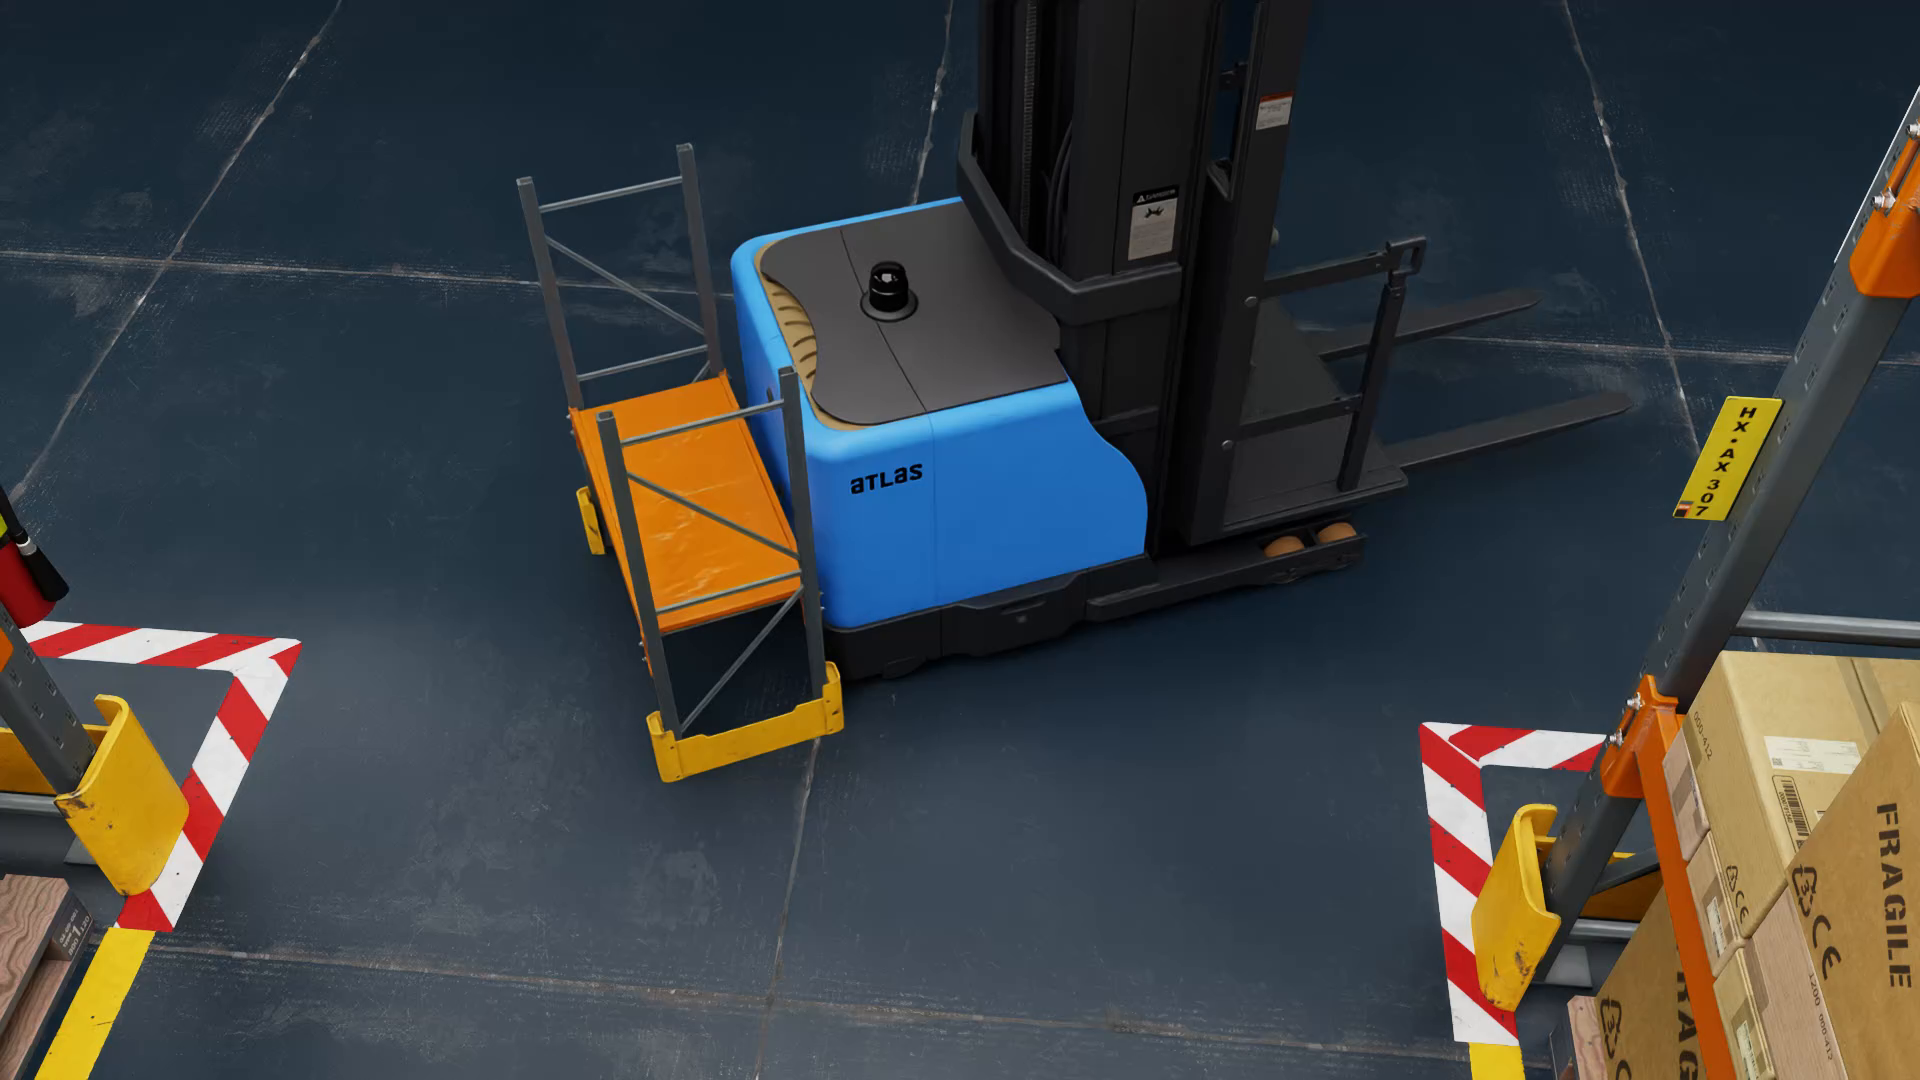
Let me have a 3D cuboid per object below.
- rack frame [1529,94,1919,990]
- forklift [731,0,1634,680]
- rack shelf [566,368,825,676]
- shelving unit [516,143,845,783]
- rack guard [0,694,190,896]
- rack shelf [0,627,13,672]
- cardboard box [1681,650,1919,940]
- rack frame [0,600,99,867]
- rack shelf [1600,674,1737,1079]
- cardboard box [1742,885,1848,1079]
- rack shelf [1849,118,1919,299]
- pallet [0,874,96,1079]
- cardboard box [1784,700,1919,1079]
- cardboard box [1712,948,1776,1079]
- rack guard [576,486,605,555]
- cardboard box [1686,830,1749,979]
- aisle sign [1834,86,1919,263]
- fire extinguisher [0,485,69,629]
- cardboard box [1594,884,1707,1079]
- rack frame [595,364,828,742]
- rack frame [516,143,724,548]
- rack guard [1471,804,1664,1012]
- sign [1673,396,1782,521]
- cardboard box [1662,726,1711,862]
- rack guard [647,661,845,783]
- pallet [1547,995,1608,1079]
[{"bbox_3d":[2.033,0.207,3.528,1.000,3.000,0.127,4,48,4],"label":"rack frame"},{"bbox_3d":[0.851,-1.200,4.861,3.031,2.935,1.130,-14,49,-12],"label":"forklift"},{"bbox_3d":[-0.819,-0.082,5.053,0.538,0.185,1.000,-16,49,-14],"label":"rack shelf"},{"bbox_3d":[-0.822,-0.210,4.926,0.587,1.500,1.083,-16,49,-14],"label":"shelving unit"},{"bbox_3d":[-2.910,0.699,4.772,1.175,0.500,0.348,4,48,4],"label":"rack guard"},{"bbox_3d":[-3.081,1.586,2.754,1.077,0.370,4.000,4,48,4],"label":"rack shelf"},{"bbox_3d":[1.721,0.492,3.167,0.500,0.250,0.500,3,48,2],"label":"cardboard box"},{"bbox_3d":[-2.899,-0.126,3.833,1.000,3.000,0.127,4,48,4],"label":"rack frame"},{"bbox_3d":[1.851,1.919,2.449,1.077,0.370,4.000,4,48,4],"label":"rack shelf"},{"bbox_3d":[1.680,0.874,2.818,0.500,0.250,0.500,3,48,3],"label":"cardboard box"},{"bbox_3d":[1.851,0.907,1.342,1.077,0.370,4.000,4,48,4],"label":"rack shelf"},{"bbox_3d":[-3.013,1.418,4.310,1.003,0.211,1.213,4,48,4],"label":"pallet"},{"bbox_3d":[1.675,0.606,2.555,0.500,0.500,0.500,3,48,3],"label":"cardboard box"},{"bbox_3d":[1.628,0.907,3.058,0.380,0.149,0.250,3,48,3],"label":"cardboard box"},{"bbox_3d":[-0.999,-0.132,5.701,0.587,0.250,0.087,-16,49,-14],"label":"rack guard"},{"bbox_3d":[1.651,0.719,3.230,0.380,0.149,0.250,3,48,3],"label":"cardboard box"},{"bbox_3d":[1.741,-0.743,2.635,0.394,0.787,0.004,4,48,4],"label":"aisle sign"},{"bbox_3d":[-2.433,-0.054,4.072,0.296,0.674,0.183,4,48,4],"label":"fire extinguisher"},{"bbox_3d":[2.055,1.258,3.722,0.875,0.875,0.875,4,48,4],"label":"cardboard box"},{"bbox_3d":[-0.639,0.147,4.599,0.500,1.500,0.032,-16,49,-14],"label":"rack frame"},{"bbox_3d":[-0.999,-0.555,5.241,0.500,1.500,0.032,-16,49,-14],"label":"rack frame"},{"bbox_3d":[2.036,1.033,4.466,1.175,0.500,0.348,4,48,4],"label":"rack guard"},{"bbox_3d":[1.481,-0.154,3.217,0.100,0.325,0.005,4,48,4],"label":"sign"},{"bbox_3d":[1.672,0.530,3.402,0.380,0.149,0.250,4,48,4],"label":"cardboard box"},{"bbox_3d":[-0.646,0.555,5.073,0.587,0.250,0.087,-16,49,-14],"label":"rack guard"},{"bbox_3d":[2.038,1.741,4.015,1.003,0.211,1.213,4,48,4],"label":"pallet"}]
